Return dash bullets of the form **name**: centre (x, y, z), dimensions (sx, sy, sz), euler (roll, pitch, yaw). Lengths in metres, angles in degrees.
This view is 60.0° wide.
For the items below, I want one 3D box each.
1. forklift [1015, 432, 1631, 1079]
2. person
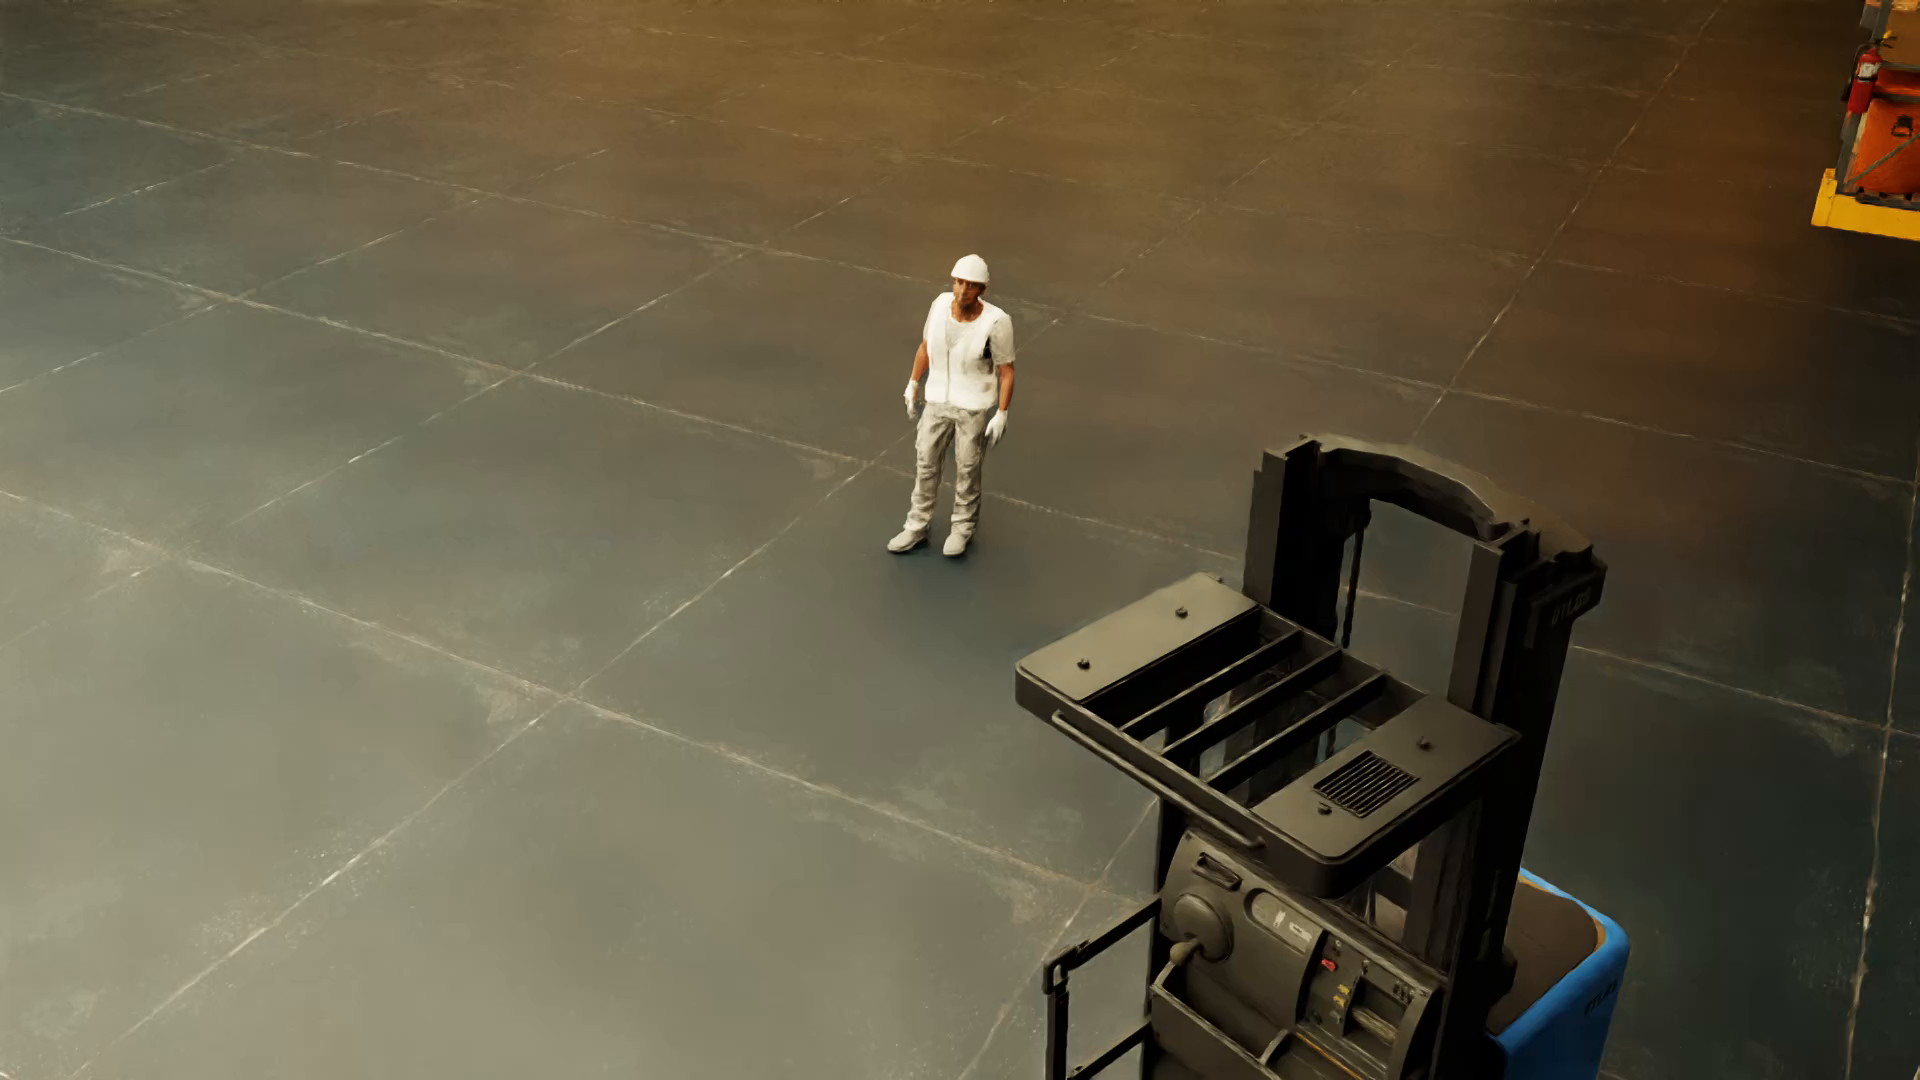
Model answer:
- **forklift**: centre (0.831, 1.274, 4.863), dimensions (3.031, 2.935, 1.130), euler (-24, 37, -35)
- **person**: centre (-0.042, -0.746, 9.504), dimensions (0.655, 1.777, 0.576), euler (15, 33, 25)
